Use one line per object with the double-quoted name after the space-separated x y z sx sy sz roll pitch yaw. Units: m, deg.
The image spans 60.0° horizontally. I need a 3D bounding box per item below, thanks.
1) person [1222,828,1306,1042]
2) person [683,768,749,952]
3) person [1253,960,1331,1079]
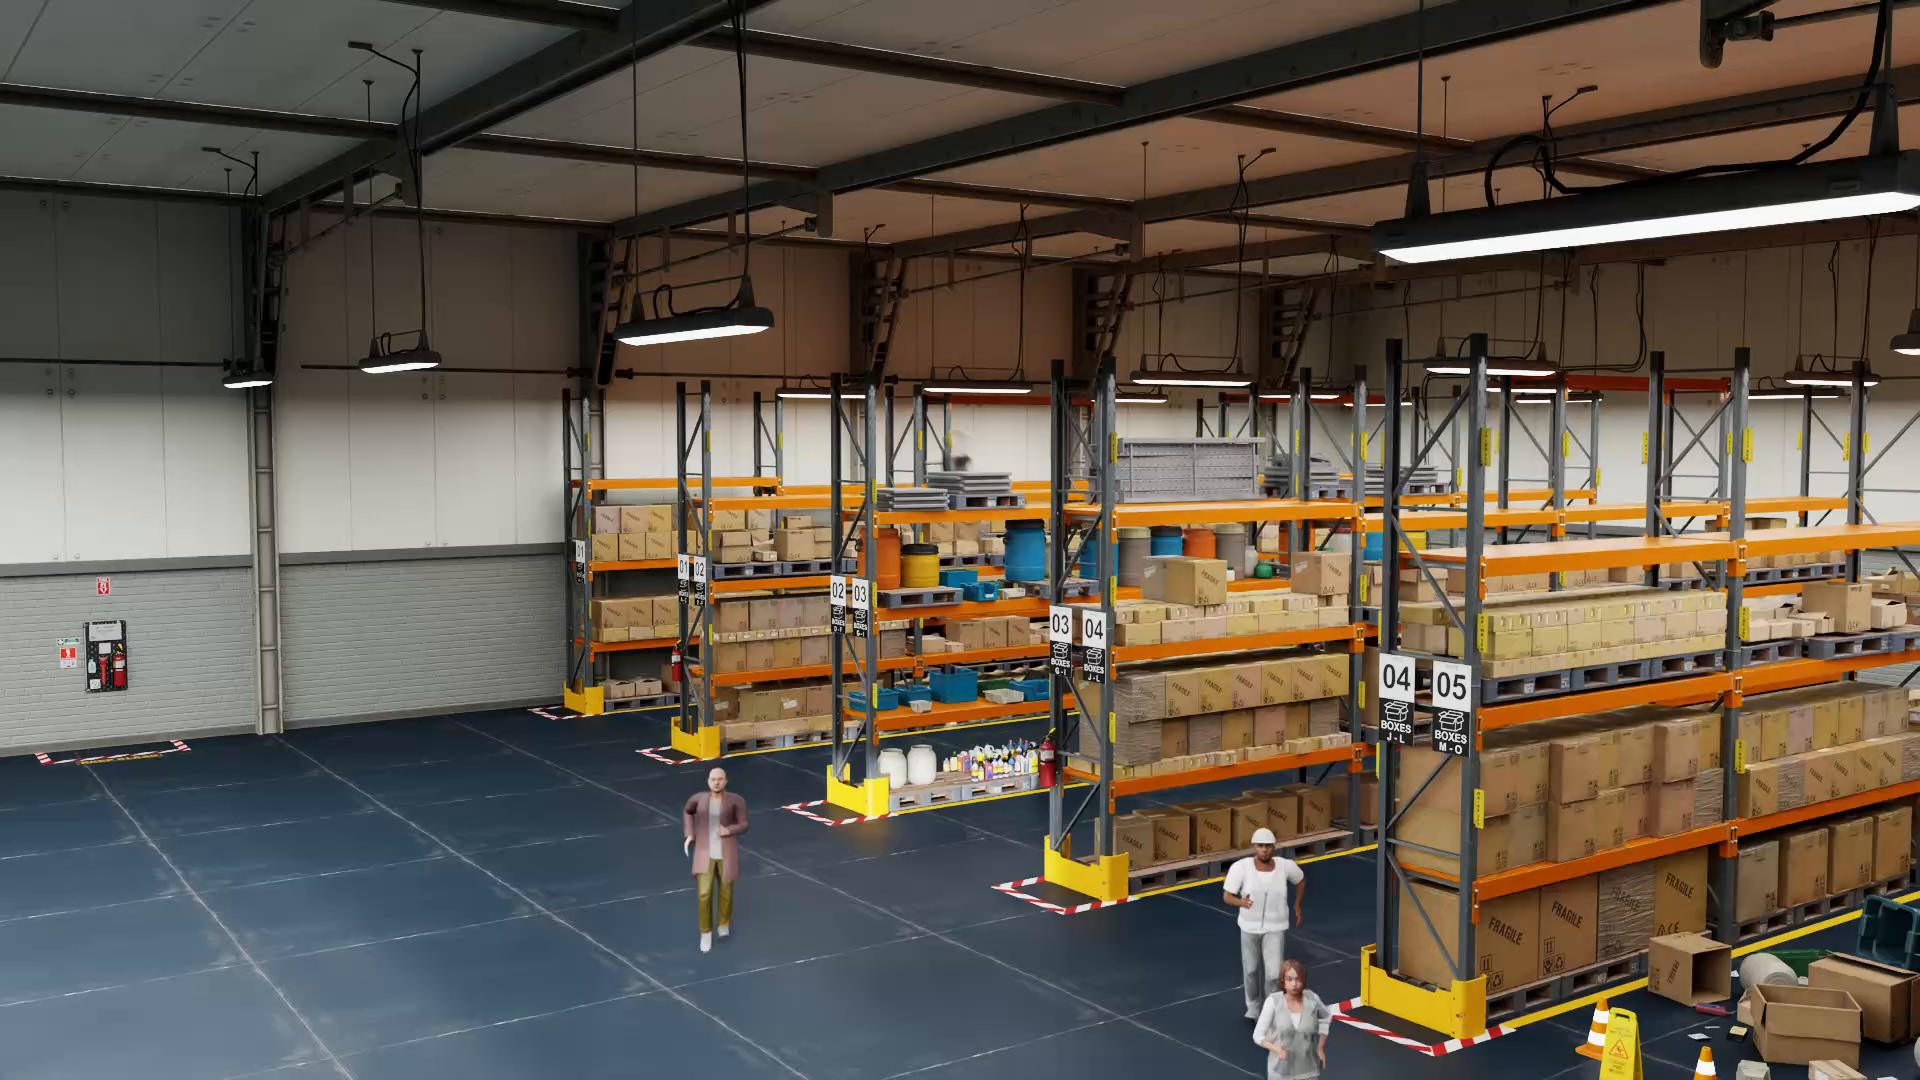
2.594 3.362 14.286 0.671 1.801 0.762 1 4 14 "person"
-2.457 3.208 16.750 0.671 1.834 0.811 0 4 -7 "person"
2.251 3.629 11.268 0.534 1.615 0.863 0 4 7 "person"
